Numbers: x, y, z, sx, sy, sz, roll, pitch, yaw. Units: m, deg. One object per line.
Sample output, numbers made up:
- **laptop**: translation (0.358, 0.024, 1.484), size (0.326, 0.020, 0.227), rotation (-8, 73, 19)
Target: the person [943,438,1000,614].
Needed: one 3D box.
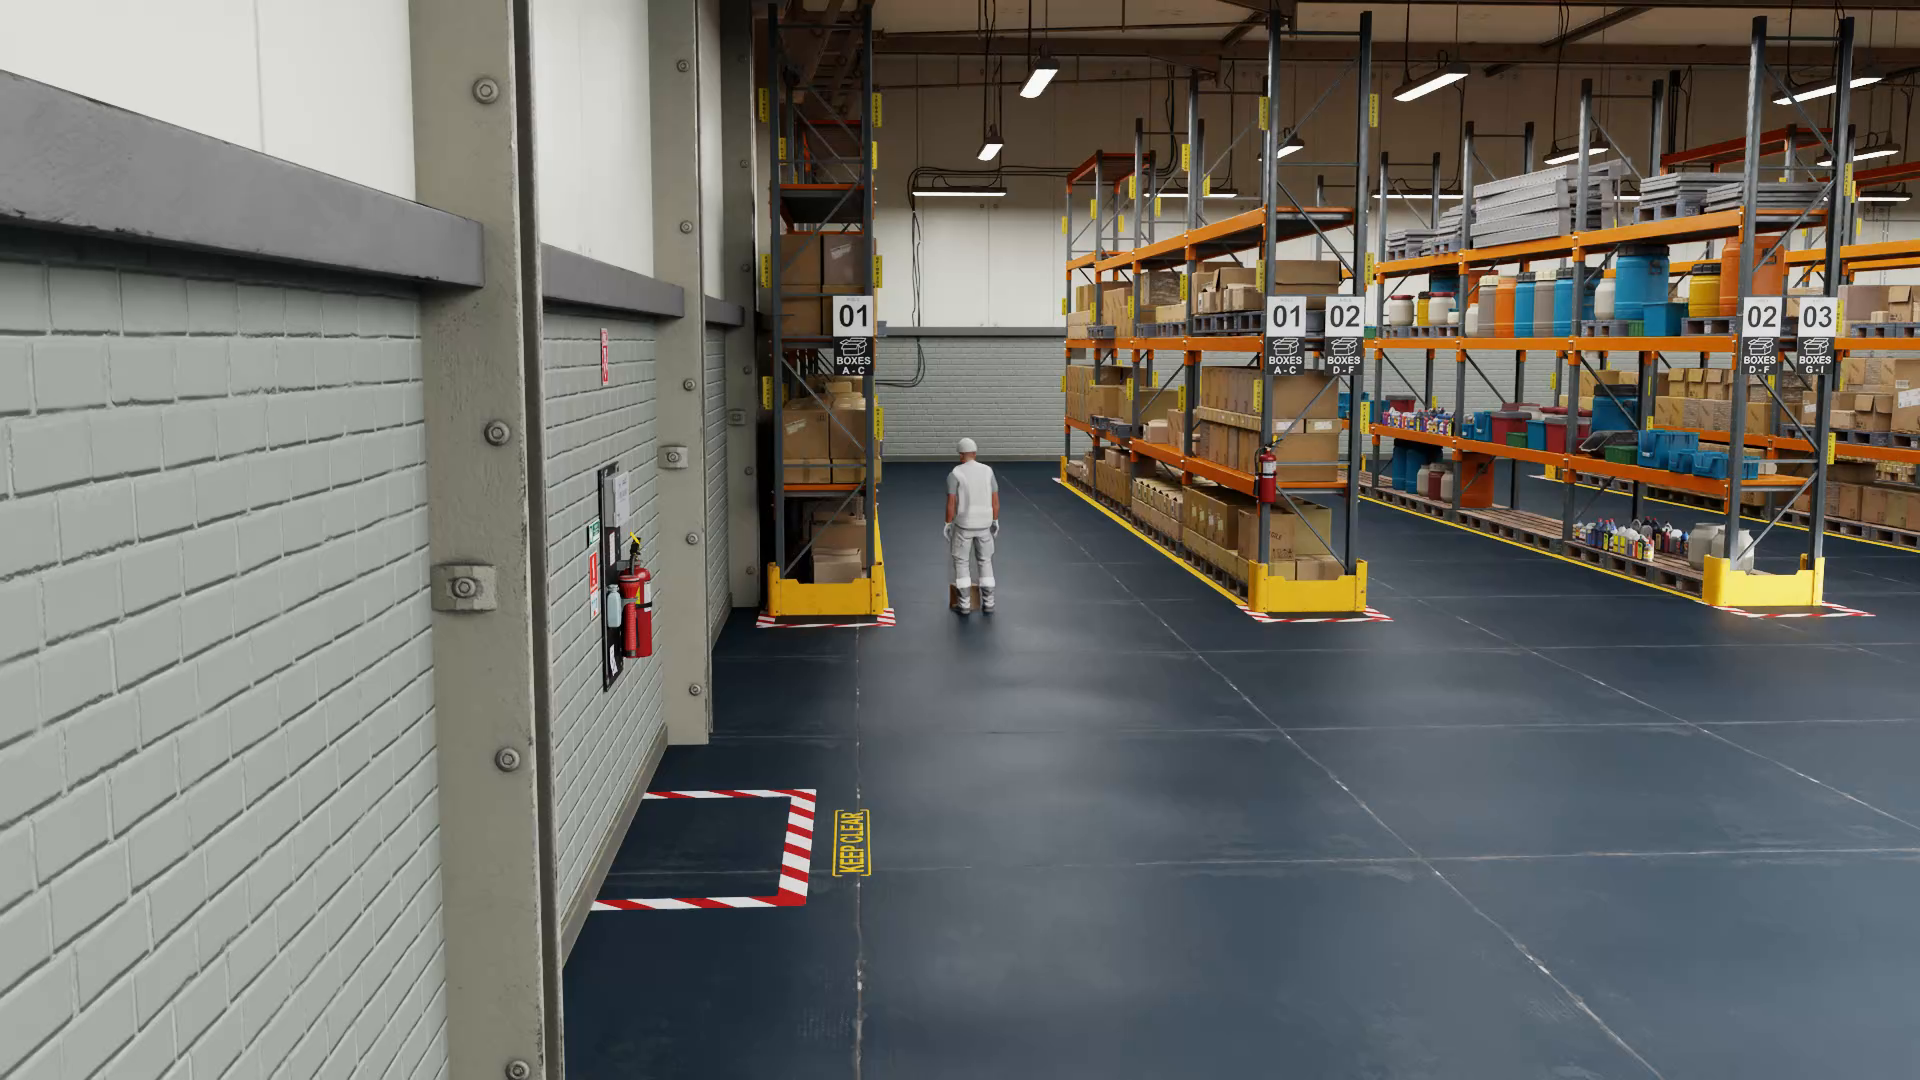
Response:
- **person**: translation (0.114, -0.147, 16.922), size (0.608, 1.777, 0.453), rotation (-2, 7, -20)
